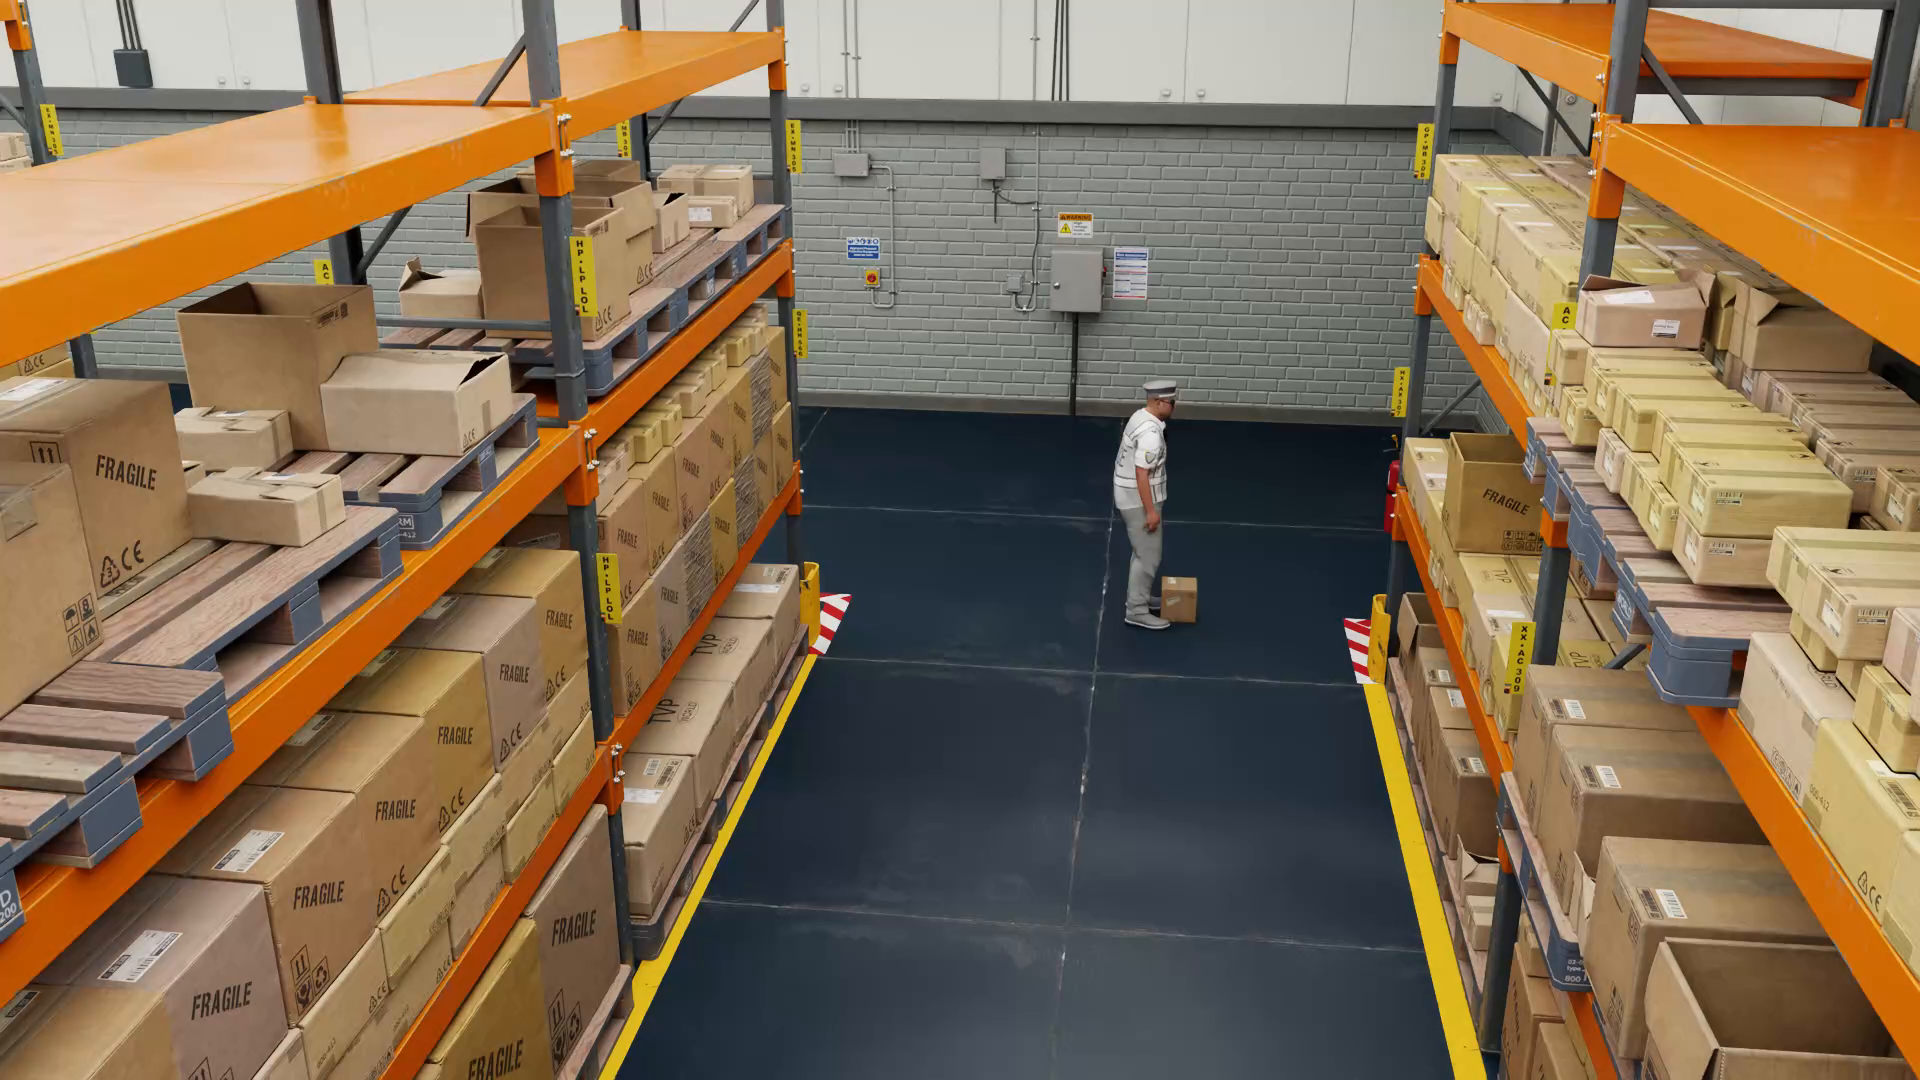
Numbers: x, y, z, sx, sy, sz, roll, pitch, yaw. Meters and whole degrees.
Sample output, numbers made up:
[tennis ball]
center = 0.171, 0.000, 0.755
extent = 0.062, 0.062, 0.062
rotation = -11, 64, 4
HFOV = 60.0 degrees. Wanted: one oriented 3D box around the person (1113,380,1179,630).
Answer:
[person]
center = 1.312, -0.278, 11.796
extent = 0.449, 1.747, 0.596
rotation = 1, 21, 3
